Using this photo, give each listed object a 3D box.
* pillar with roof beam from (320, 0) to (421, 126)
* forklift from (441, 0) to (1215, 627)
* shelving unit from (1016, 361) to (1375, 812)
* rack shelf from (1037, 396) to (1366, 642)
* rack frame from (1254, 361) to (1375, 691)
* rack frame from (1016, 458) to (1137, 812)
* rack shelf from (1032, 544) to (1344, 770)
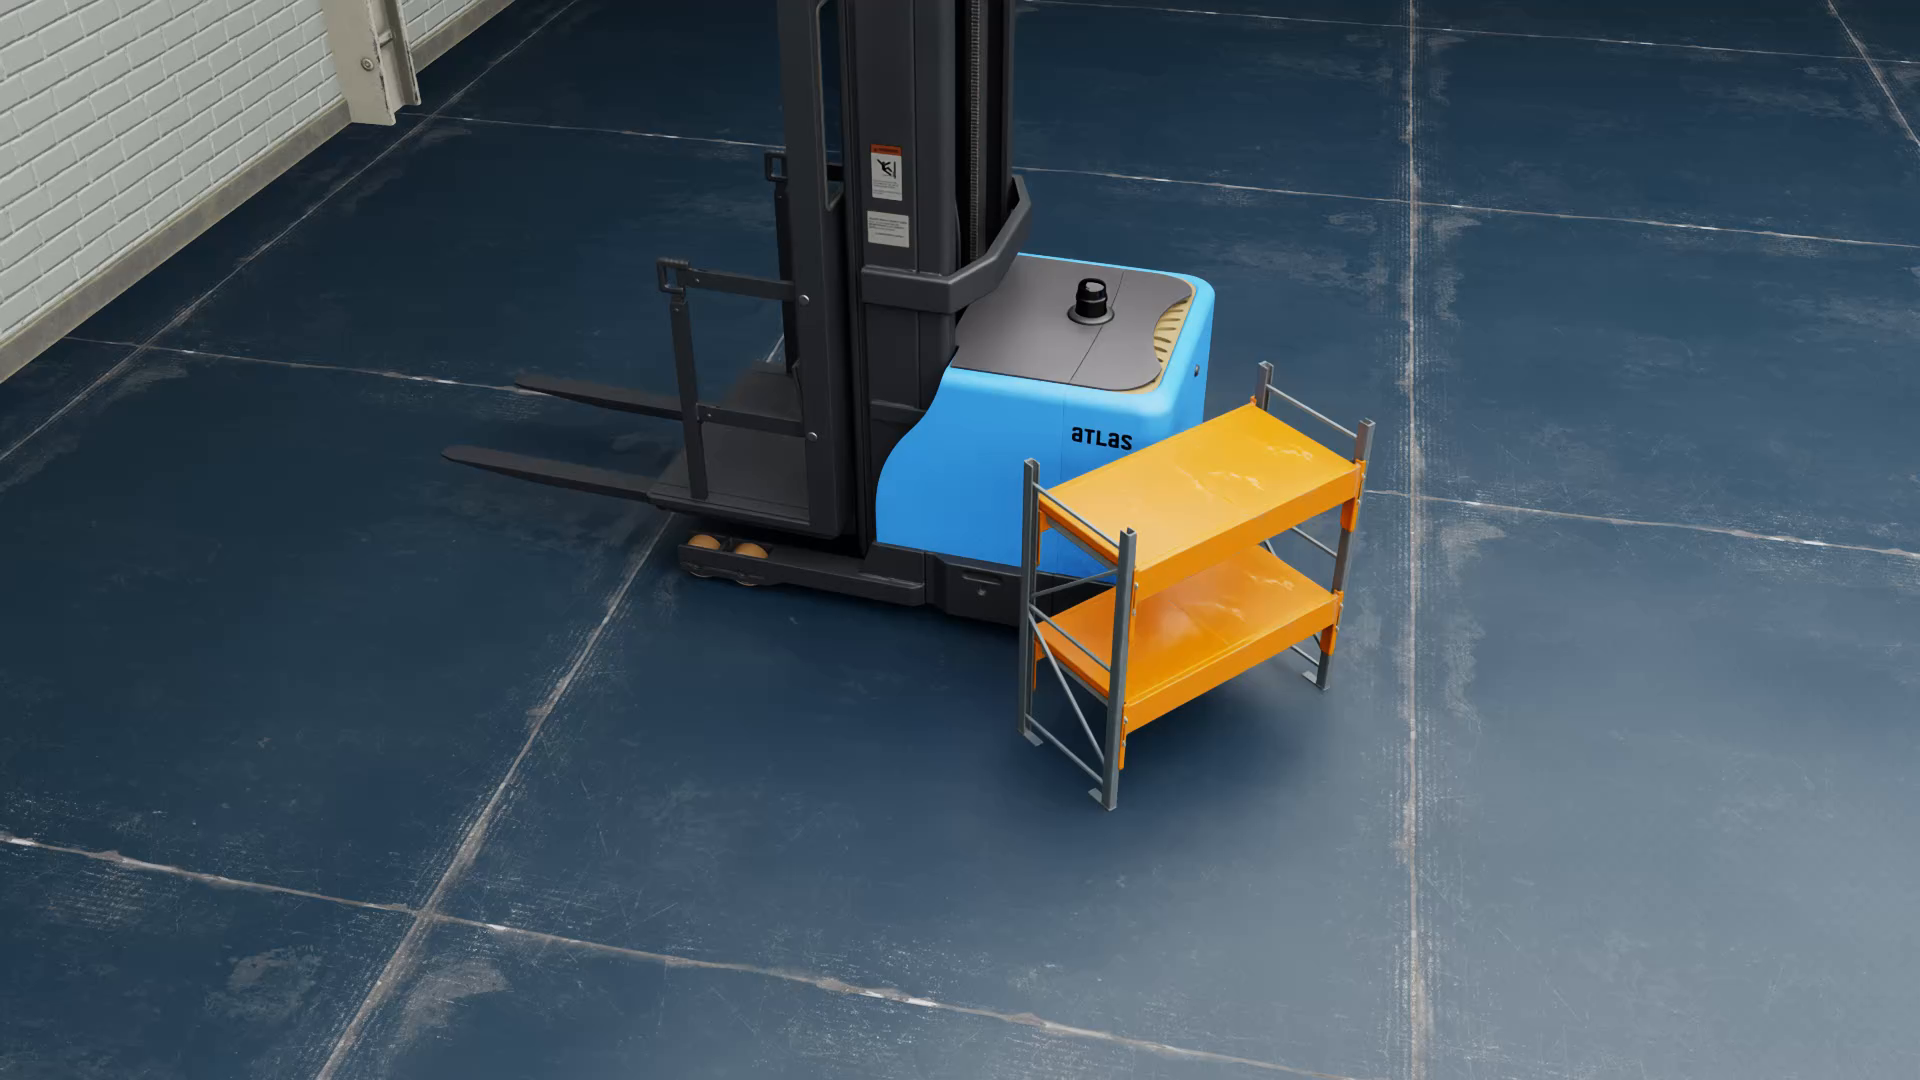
[{"bbox_3d":[0.583,-5.801,7.085,9.100,9.000,0.400,7,37,10],"label":"pillar with roof beam"},{"bbox_3d":[-0.599,-1.292,6.035,3.031,2.935,1.130,10,37,13],"label":"forklift"},{"bbox_3d":[0.768,0.144,5.592,1.048,1.125,0.538,-23,42,-29],"label":"shelving unit"},{"bbox_3d":[0.768,-0.093,5.420,1.000,0.278,0.538,-23,42,-29],"label":"rack shelf"},{"bbox_3d":[1.177,-0.033,5.837,0.032,1.125,0.500,-23,42,-29],"label":"rack frame"},{"bbox_3d":[0.359,0.322,5.348,0.032,1.125,0.500,-23,42,-29],"label":"rack frame"},{"bbox_3d":[0.768,0.342,5.736,1.000,0.278,0.538,-23,42,-29],"label":"rack shelf"}]
